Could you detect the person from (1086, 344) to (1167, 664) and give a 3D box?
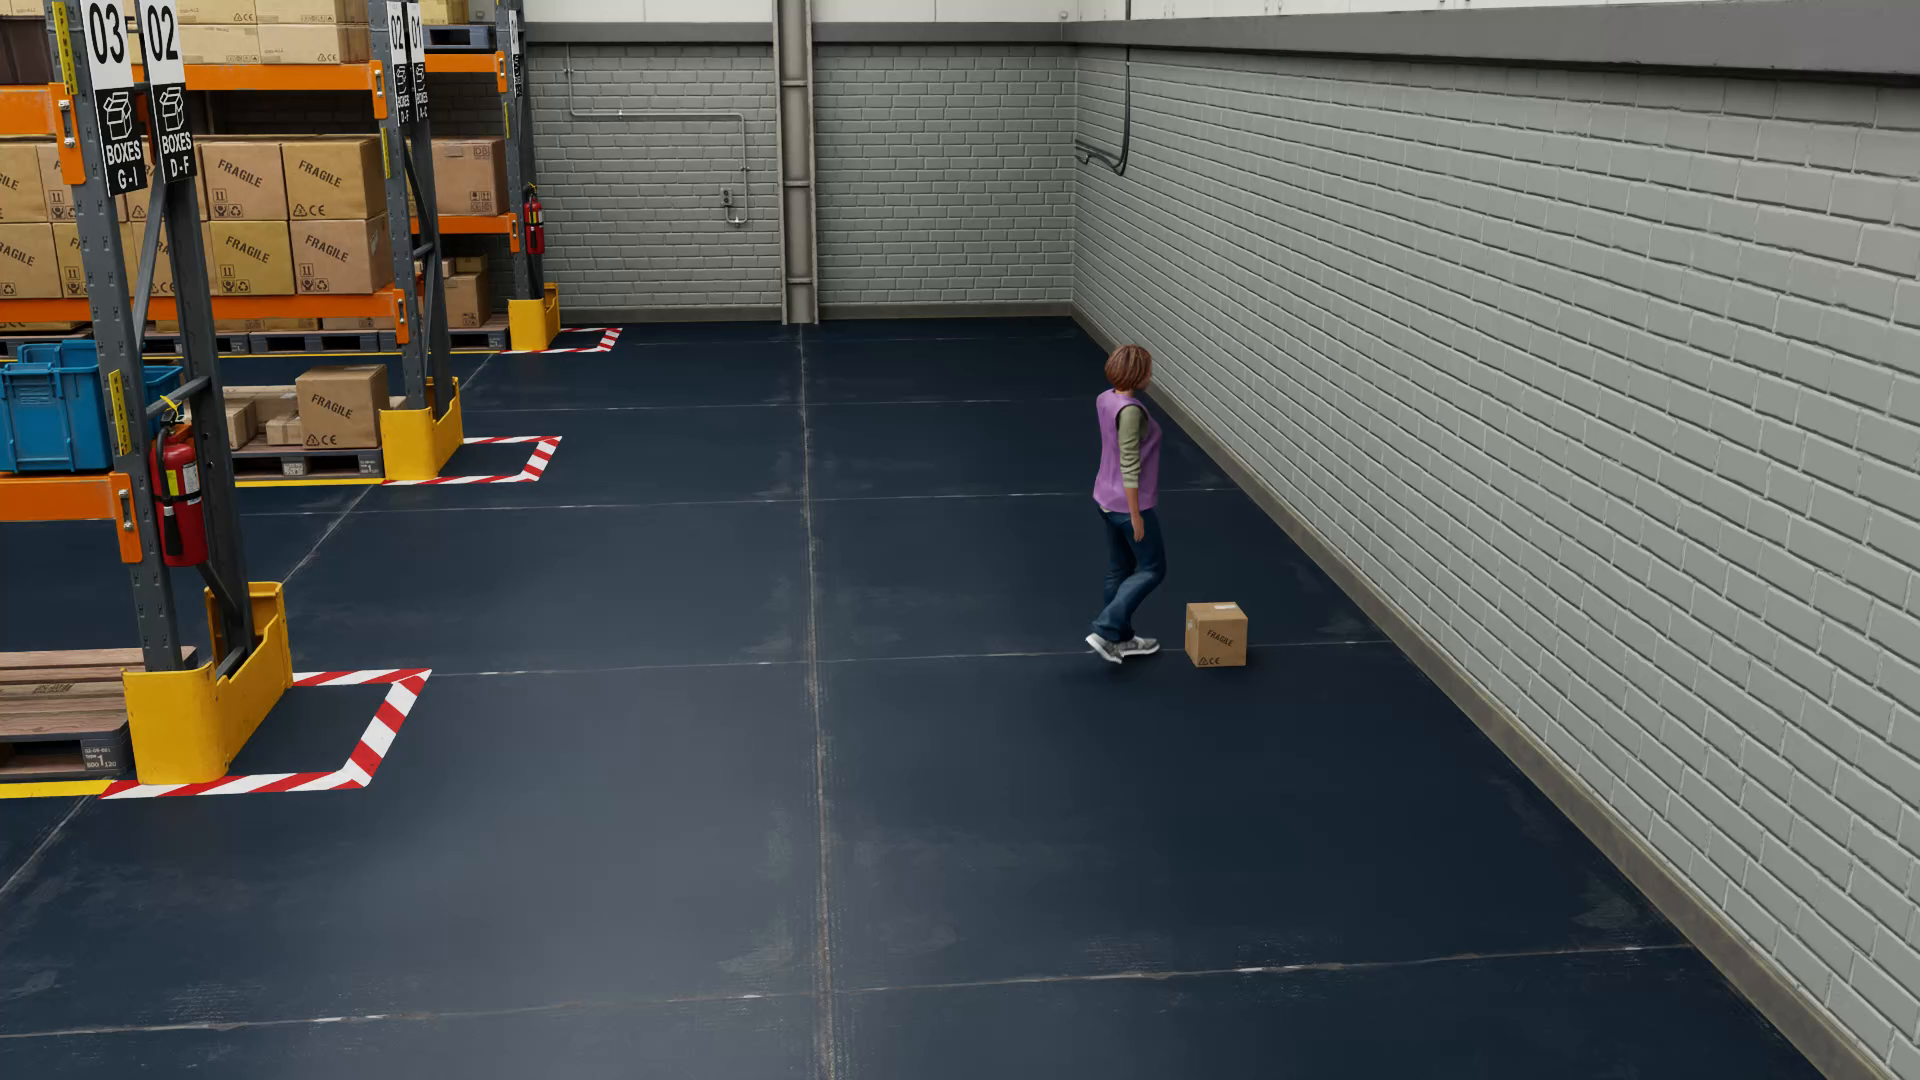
[{"bbox_3d":[0.797,-0.169,8.071,0.466,1.593,0.431,-5,18,-15],"label":"person"}]
